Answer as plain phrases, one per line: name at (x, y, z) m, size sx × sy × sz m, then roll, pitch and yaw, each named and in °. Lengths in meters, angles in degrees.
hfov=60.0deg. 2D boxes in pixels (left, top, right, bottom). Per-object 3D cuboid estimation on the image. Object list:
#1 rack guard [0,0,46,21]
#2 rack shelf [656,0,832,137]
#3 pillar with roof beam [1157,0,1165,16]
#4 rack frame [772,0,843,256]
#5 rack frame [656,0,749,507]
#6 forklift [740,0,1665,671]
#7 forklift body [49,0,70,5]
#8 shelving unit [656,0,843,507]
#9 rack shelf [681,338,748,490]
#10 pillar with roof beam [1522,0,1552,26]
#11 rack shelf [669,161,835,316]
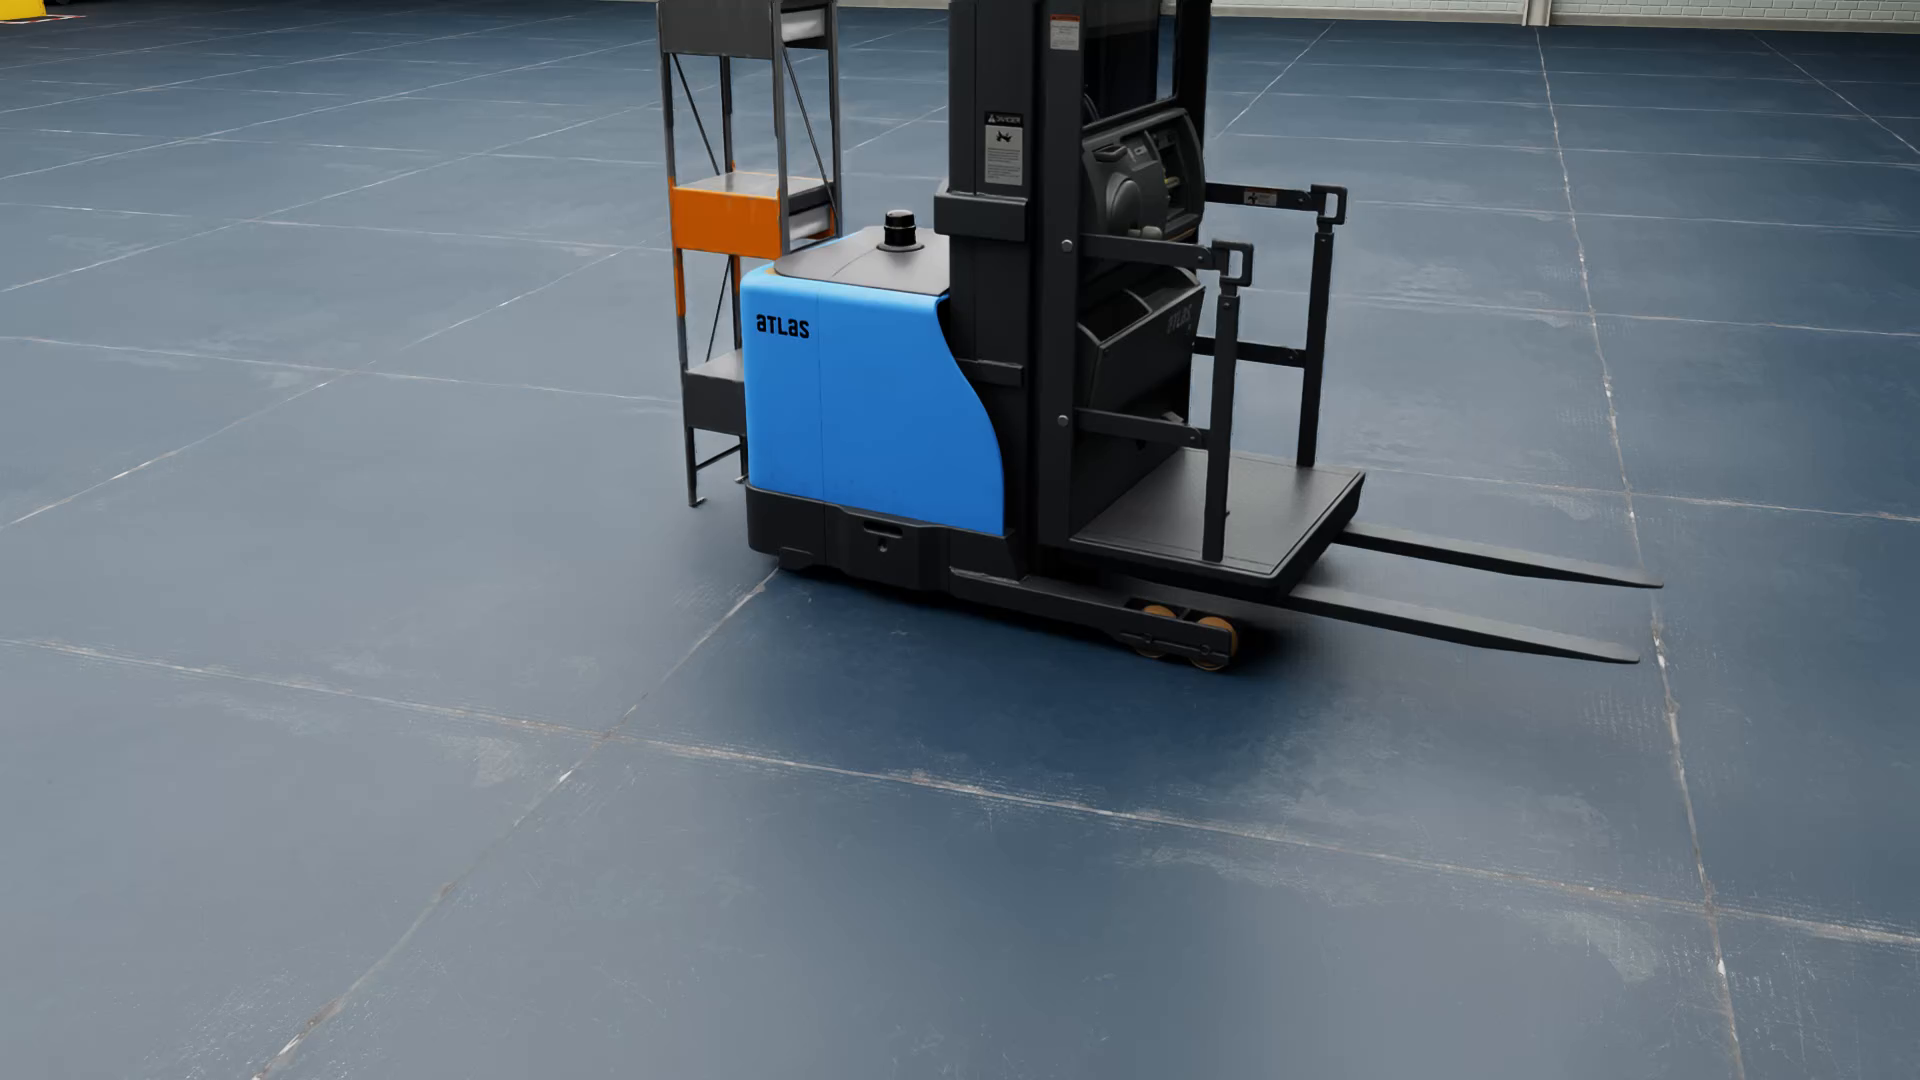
rack guard at (-15.213, -8.598, 26.571) m, size 0.348 × 0.500 × 1.175 m, roll 7°, pitch 23°, yaw 16°
rack shelf at (-0.759, -1.761, 5.987) m, size 0.480 × 0.518 × 0.431 m, roll 11°, pitch 25°, yaw 25°
pillar with roof beam at (1.873, -11.192, 21.696) m, size 0.400 × 9.000 × 9.100 m, roll 7°, pitch 23°, yaw 16°
rack frame at (-0.542, -1.083, 6.143) m, size 0.015 × 2.100 × 0.400 m, roll 11°, pitch 25°, yaw 25°
rack frame at (-0.975, -1.169, 6.352) m, size 0.015 × 2.100 × 0.400 m, roll 11°, pitch 25°, yaw 25°
forklift at (0.778, -1.173, 5.267) m, size 3.031 × 2.935 × 1.130 m, roll 11°, pitch 25°, yaw 25°
forklift body at (-16.052, -10.702, 29.526) m, size 1.214 × 2.155 × 2.313 m, roll 7°, pitch 23°, yaw 16°
shelving unit at (-0.759, -1.126, 6.248) m, size 0.503 × 2.100 × 0.431 m, roll 11°, pitch 25°, yaw 25°
rack shelf at (-0.759, -0.466, 6.519) m, size 0.480 × 0.518 × 0.431 m, roll 11°, pitch 25°, yaw 25°
pillar with roof beam at (7.617, -10.534, 20.093) m, size 0.400 × 9.000 × 9.100 m, roll 7°, pitch 23°, yaw 16°
rack shelf at (-0.759, -1.113, 6.253) m, size 0.480 × 0.518 × 0.431 m, roll 11°, pitch 25°, yaw 25°
